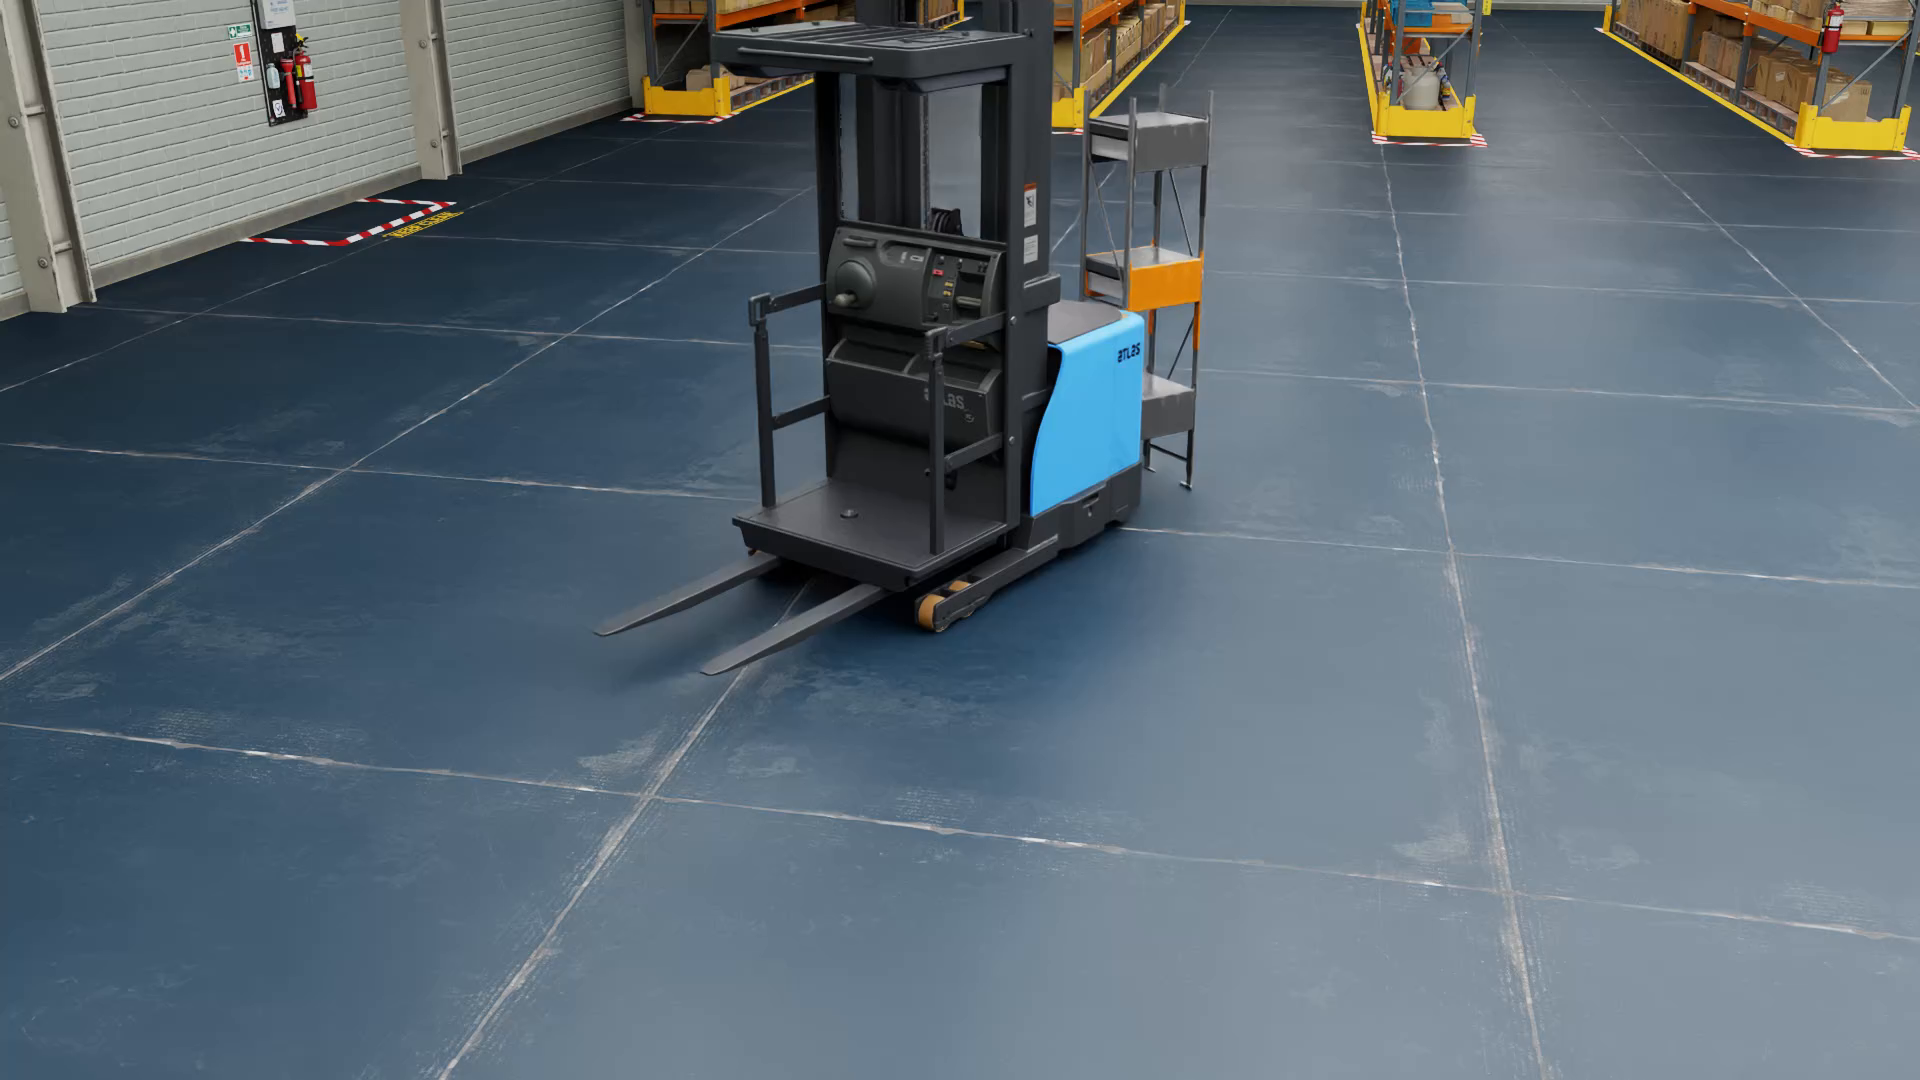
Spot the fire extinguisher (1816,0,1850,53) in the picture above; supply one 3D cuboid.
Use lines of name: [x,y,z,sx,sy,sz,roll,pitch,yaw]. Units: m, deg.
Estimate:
fire extinguisher: [10.292,-6.093,19.570,0.296,0.674,0.183,4,22,11]

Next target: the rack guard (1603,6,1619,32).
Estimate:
rack guard: [14.036,-10.836,34.591,1.175,0.500,0.348,4,22,11]

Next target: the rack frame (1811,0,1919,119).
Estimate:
rack frame: [10.766,-6.135,19.573,1.000,3.000,0.127,4,22,11]

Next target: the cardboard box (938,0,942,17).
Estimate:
cardboard box: [-0.765,-11.524,35.737,0.700,0.500,0.500,4,22,9]

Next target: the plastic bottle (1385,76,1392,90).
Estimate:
plastic bottle: [5.941,-6.249,22.911,0.152,0.276,0.135,5,22,11]

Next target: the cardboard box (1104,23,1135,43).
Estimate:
cardboard box: [2.630,-8.412,27.593,0.500,0.311,0.500,4,22,11]

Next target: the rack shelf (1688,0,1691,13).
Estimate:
rack shelf: [12.807,-9.459,28.788,1.077,0.370,4.000,4,22,11]

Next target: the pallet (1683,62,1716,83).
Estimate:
pallet: [12.238,-7.482,26.649,1.003,0.211,1.213,4,22,11]

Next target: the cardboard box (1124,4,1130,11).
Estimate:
cardboard box: [2.874,-9.965,30.836,0.500,0.250,0.500,4,22,10]

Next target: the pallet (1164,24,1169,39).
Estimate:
pallet: [3.659,-10.238,33.492,1.003,0.211,1.213,4,22,11]

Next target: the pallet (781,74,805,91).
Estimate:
pallet: [-3.067,-7.189,25.922,1.003,0.211,1.213,4,22,11]

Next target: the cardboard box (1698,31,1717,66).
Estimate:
cardboard box: [12.281,-7.859,26.610,0.700,0.500,0.500,3,22,8]

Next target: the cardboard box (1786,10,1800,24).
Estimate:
cardboard box: [10.825,-6.695,21.299,0.380,0.149,0.250,4,22,11]

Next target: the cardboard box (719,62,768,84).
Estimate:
cardboard box: [-3.237,-7.032,24.556,0.700,0.500,0.500,3,22,8]

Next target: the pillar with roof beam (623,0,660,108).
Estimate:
pillar with roof beam: [-0.271,-10.045,21.249,9.100,9.000,0.400,4,22,11]

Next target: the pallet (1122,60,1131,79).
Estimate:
pallet: [2.244,-7.781,27.392,1.003,0.211,1.213,4,22,11]

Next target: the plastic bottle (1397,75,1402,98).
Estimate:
plastic bottle: [6.046,-6.244,22.890,0.061,0.283,0.133,4,22,11]

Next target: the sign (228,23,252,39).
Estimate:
sign: [-6.455,-4.564,14.914,0.001,0.109,0.331,4,22,11]

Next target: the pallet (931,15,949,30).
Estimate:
pallet: [-0.854,-11.083,35.590,1.003,0.211,1.213,4,22,11]

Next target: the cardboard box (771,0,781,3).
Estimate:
cardboard box: [-2.962,-8.108,24.644,0.500,0.250,0.500,4,22,11]

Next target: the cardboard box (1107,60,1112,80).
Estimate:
cardboard box: [2.005,-7.088,25.056,0.500,0.250,0.500,4,22,11]

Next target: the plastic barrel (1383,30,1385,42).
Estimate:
plastic barrel: [7.863,-9.108,29.620,0.600,0.588,0.708,4,22,11]

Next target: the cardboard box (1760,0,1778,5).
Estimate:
cardboard box: [11.293,-7.443,22.286,0.875,0.500,0.500,4,22,11]

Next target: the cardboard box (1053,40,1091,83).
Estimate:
cardboard box: [1.496,-6.521,22.645,0.500,0.500,0.500,4,22,11]

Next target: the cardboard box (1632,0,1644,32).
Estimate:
cardboard box: [13.611,-10.298,32.189,0.875,0.875,0.875,4,22,11]

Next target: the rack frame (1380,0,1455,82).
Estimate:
rack frame: [6.734,-7.976,24.142,1.000,3.000,0.127,4,22,11]

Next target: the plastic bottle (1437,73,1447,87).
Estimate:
plastic bottle: [6.742,-6.412,23.315,0.152,0.276,0.135,5,22,12]

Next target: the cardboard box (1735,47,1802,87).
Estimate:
cardboard box: [11.729,-6.866,24.143,0.700,0.500,0.500,3,22,7]

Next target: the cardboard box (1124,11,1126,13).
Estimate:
cardboard box: [2.768,-9.411,30.464,0.500,0.500,0.500,4,22,9]

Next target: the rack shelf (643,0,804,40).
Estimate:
rack shelf: [-3.373,-7.666,24.336,1.077,0.370,4.000,4,22,11]

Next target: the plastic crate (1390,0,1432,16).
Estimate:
plastic crate: [5.865,-6.887,21.638,0.499,0.251,0.408,4,22,11]

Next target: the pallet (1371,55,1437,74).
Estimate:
pallet: [7.354,-7.865,27.600,1.003,0.211,1.213,4,22,11]

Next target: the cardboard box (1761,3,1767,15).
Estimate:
cardboard box: [11.156,-7.242,22.657,0.380,0.149,0.250,4,22,11]

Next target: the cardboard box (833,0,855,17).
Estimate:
cardboard box: [-1.870,-9.651,30.616,0.750,0.750,0.750,4,22,10]

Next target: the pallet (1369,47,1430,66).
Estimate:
pallet: [7.670,-8.437,29.019,1.003,0.211,1.213,4,22,11]

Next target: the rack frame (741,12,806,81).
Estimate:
rack frame: [-2.965,-8.731,26.018,1.000,3.000,0.127,4,22,11]

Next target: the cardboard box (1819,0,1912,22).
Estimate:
cardboard box: [10.905,-6.519,19.993,0.875,0.500,0.500,4,22,11]

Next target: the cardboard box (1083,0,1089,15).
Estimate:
cardboard box: [1.386,-7.482,22.781,0.700,0.500,0.500,5,22,11]

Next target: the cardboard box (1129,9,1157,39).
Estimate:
cardboard box: [3.384,-9.573,30.866,0.500,0.500,0.500,4,22,9]

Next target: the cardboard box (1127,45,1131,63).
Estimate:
cardboard box: [2.523,-7.965,27.234,0.500,0.250,0.500,5,22,12]

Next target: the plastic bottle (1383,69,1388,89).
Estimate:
plastic bottle: [6.050,-6.530,23.600,0.061,0.283,0.133,5,23,13]

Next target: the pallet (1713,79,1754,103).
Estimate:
pallet: [11.740,-6.590,24.433,1.003,0.211,1.213,4,22,11]

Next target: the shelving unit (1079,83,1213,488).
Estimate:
shelving unit: [0.943,-1.271,8.696,0.503,2.100,0.431,-14,25,-30]

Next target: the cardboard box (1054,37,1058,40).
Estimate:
cardboard box: [1.077,-6.745,23.200,0.500,0.500,0.500,4,22,11]

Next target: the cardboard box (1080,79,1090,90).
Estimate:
cardboard box: [1.495,-6.174,22.786,0.500,0.250,0.500,4,22,11]

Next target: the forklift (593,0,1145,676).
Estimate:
forklift: [-0.341,-1.157,7.304,1.130,2.935,3.031,15,27,33]

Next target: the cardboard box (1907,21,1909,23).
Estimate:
cardboard box: [18.234,-9.828,31.597,0.380,0.149,0.250,6,23,13]

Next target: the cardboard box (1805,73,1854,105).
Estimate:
cardboard box: [10.998,-5.619,21.074,0.500,0.500,0.500,11,24,25]

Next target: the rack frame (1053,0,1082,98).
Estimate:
rack frame: [1.069,-6.892,21.451,1.000,3.000,0.127,4,22,11]

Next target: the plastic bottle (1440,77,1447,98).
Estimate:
plastic bottle: [6.662,-6.216,22.836,0.097,0.271,0.097,0,22,0]

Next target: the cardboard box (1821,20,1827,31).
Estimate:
cardboard box: [10.674,-6.230,20.144,0.380,0.149,0.250,4,22,11]

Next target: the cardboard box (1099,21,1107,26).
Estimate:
cardboard box: [2.208,-8.635,28.148,0.500,0.311,0.500,4,22,10]

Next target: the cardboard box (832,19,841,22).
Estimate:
cardboard box: [-2.464,-8.792,28.925,0.700,0.500,0.500,4,22,11]

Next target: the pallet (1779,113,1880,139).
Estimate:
pallet: [10.982,-5.164,20.894,1.003,0.211,1.213,4,22,11]

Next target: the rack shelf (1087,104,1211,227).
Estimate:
rack shelf: [0.942,-1.908,8.441,0.480,0.518,0.431,-14,25,-30]
